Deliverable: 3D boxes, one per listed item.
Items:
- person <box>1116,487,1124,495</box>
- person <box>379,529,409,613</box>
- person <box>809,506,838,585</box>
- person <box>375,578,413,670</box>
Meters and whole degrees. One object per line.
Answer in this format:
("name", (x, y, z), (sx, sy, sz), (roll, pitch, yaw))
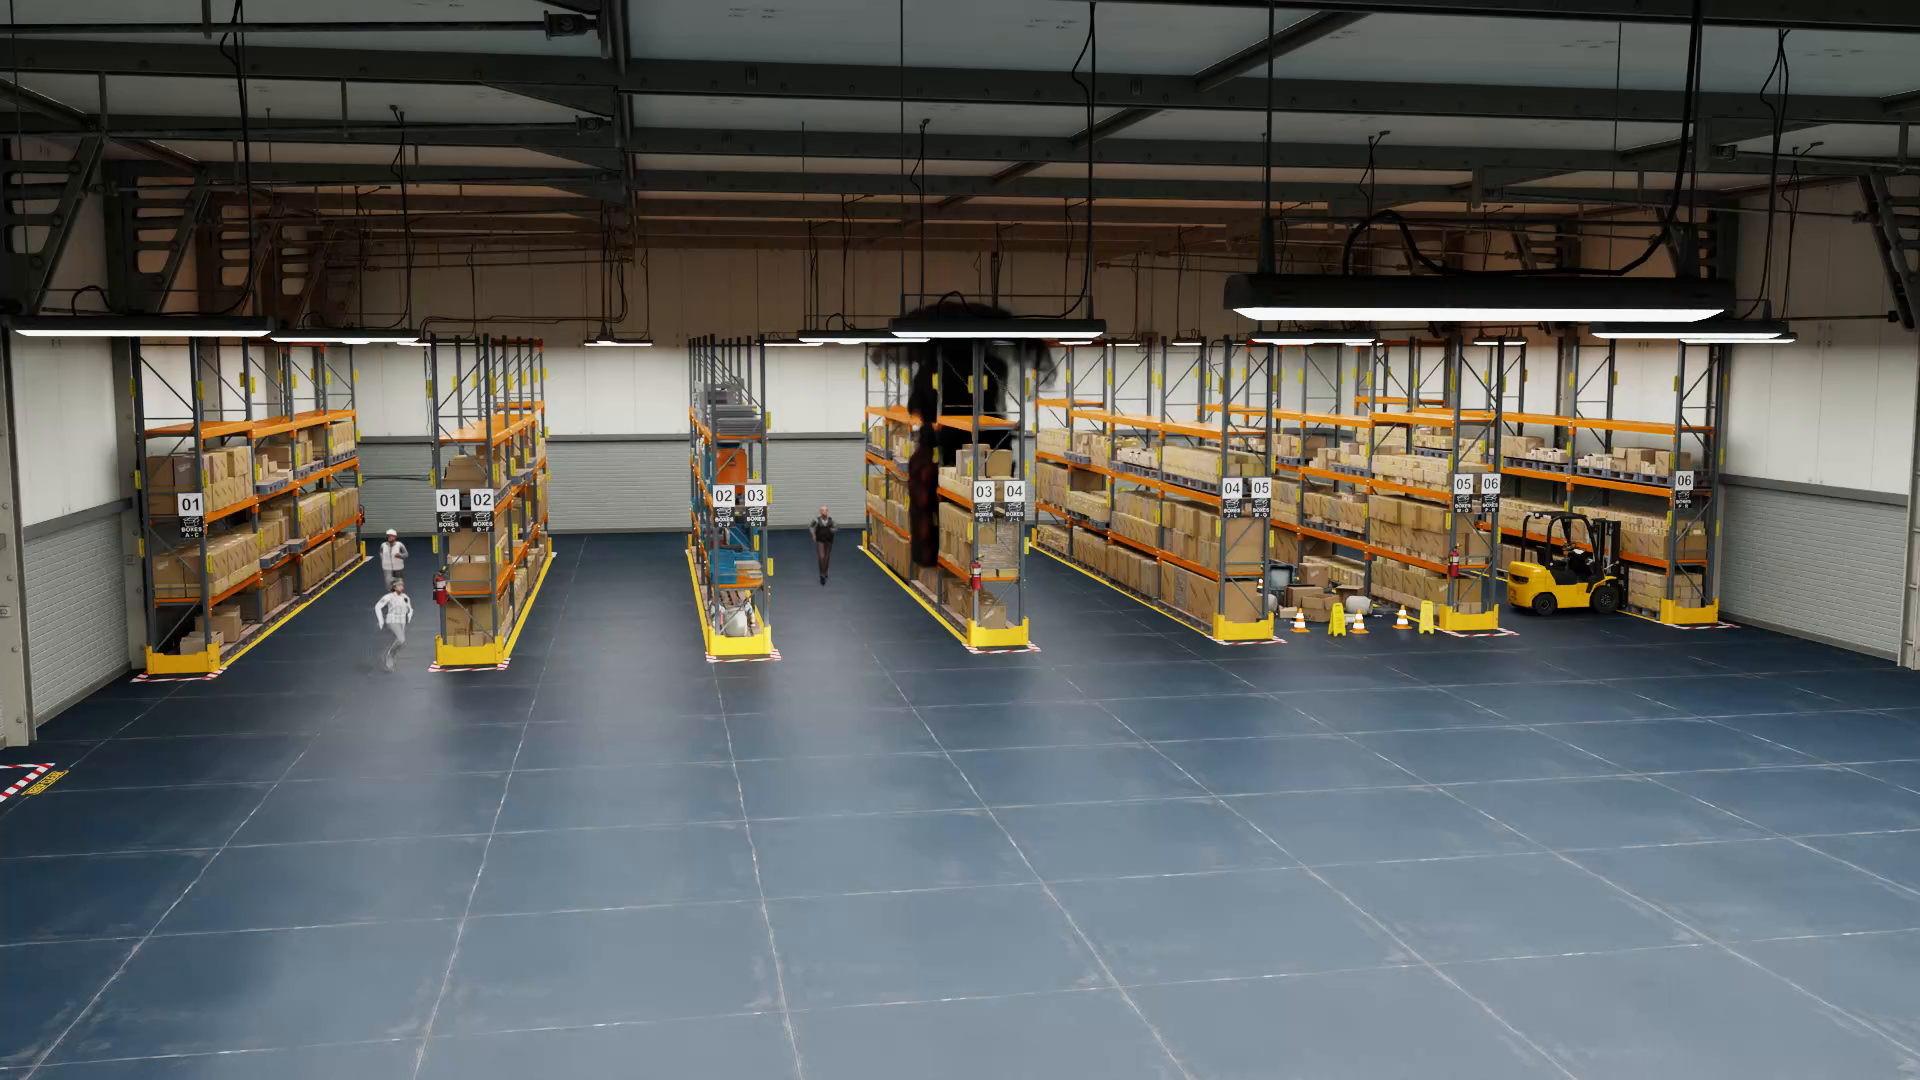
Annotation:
("person", (4.638, -0.644, 48.091), (0.675, 1.801, 0.723), (-3, 7, -25))
("person", (-12.431, 0.668, 36.553), (0.630, 1.837, 0.789), (-2, 7, -15))
("person", (-3.187, 0.123, 39.086), (0.641, 1.826, 0.705), (-2, 7, -20))
("person", (-10.036, 1.502, 29.703), (0.568, 1.647, 0.576), (5, 8, 37))
